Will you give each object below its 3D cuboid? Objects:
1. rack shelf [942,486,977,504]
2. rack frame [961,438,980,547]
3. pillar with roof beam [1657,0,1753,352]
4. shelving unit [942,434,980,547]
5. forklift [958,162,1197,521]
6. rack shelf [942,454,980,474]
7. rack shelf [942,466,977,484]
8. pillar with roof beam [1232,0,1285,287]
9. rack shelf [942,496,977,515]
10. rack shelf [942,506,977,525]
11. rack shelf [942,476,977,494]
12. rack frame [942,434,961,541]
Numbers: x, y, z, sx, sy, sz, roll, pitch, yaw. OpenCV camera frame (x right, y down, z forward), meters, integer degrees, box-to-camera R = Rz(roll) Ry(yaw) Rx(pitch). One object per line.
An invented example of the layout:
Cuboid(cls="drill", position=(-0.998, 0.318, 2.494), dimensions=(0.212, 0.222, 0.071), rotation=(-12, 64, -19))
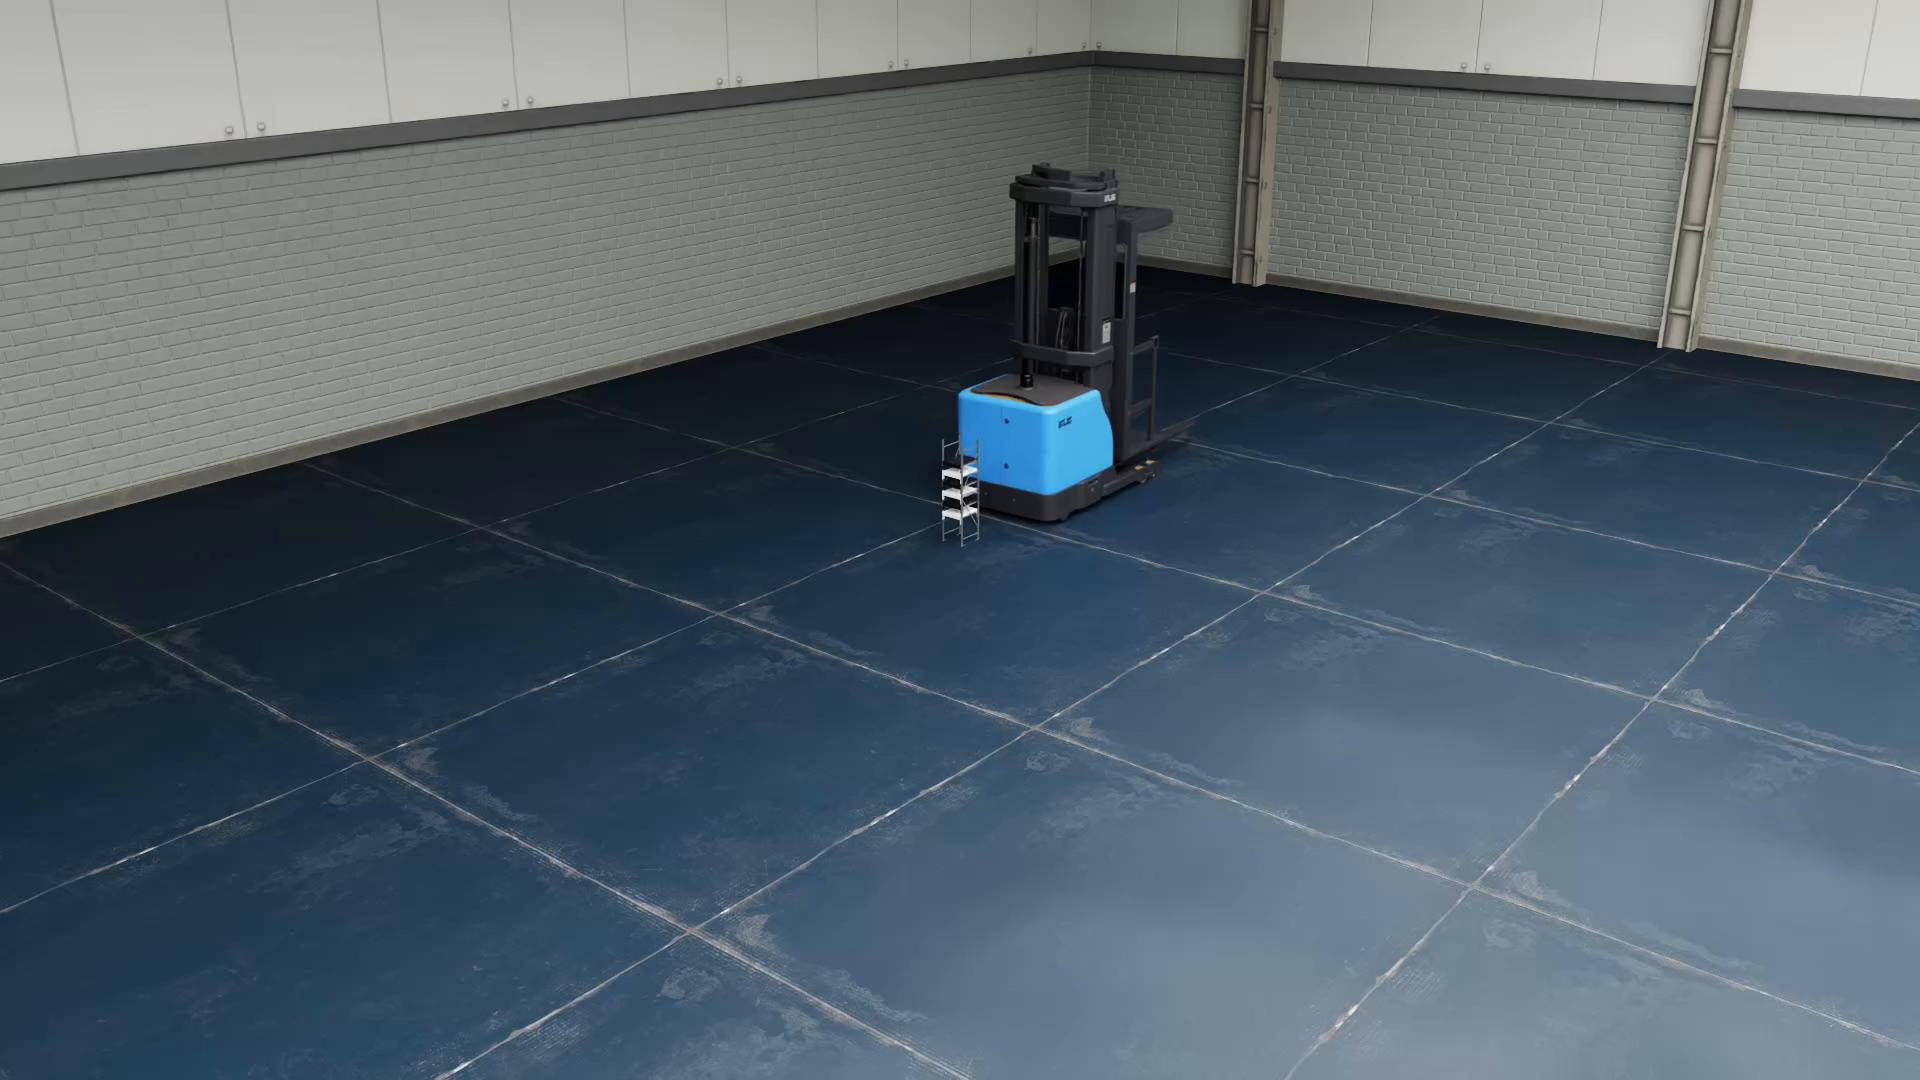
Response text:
Cuboid(cls="rack shelf", position=(0.006, -0.388, 14.016), dimensions=(0.200, 0.077, 0.258), rotation=(16, 26, 36))
Cuboid(cls="rack frame", position=(0.085, -0.397, 13.944), dimensions=(0.006, 0.900, 0.240), rotation=(16, 26, 36))
Cuboid(cls="pillar with roof beam", position=(6.098, -5.403, 15.742), dimensions=(0.400, 9.000, 9.100), rotation=(16, 26, 36))
Cuboid(cls="shelving unit", position=(0.006, -0.419, 14.005), dimensions=(0.210, 0.900, 0.258), rotation=(16, 26, 36))
Cuboid(cls="forklift", position=(1.231, -1.992, 15.297), dimensions=(1.130, 2.935, 3.031), rotation=(14, 25, 33))
Cuboid(cls="rack shelf", position=(0.006, -0.641, 13.921), dimensions=(0.200, 0.077, 0.258), rotation=(16, 26, 36))
Cuboid(cls="rack shelf", position=(0.006, -0.556, 13.953), dimensions=(0.200, 0.077, 0.258), rotation=(16, 26, 36))
Cuboid(cls="pillar with roof beam", position=(1.449, -6.742, 19.292), dimensions=(0.400, 9.000, 9.100), rotation=(16, 26, 36))
Cuboid(cls="rack shelf", position=(0.006, -0.304, 14.048), dimensions=(0.200, 0.077, 0.258), rotation=(16, 26, 36))
Cuboid(cls="rack shelf", position=(0.006, -0.220, 14.080), dimensions=(0.200, 0.077, 0.258), rotation=(16, 26, 36))
Cuboid(cls="rack shelf", position=(0.006, -0.472, 13.985), dimensions=(0.200, 0.077, 0.258), rotation=(16, 26, 36))
Cuboid(cls="rack frame", position=(-0.072, -0.442, 14.065), dimensions=(0.006, 0.900, 0.240), rotation=(16, 26, 36))
